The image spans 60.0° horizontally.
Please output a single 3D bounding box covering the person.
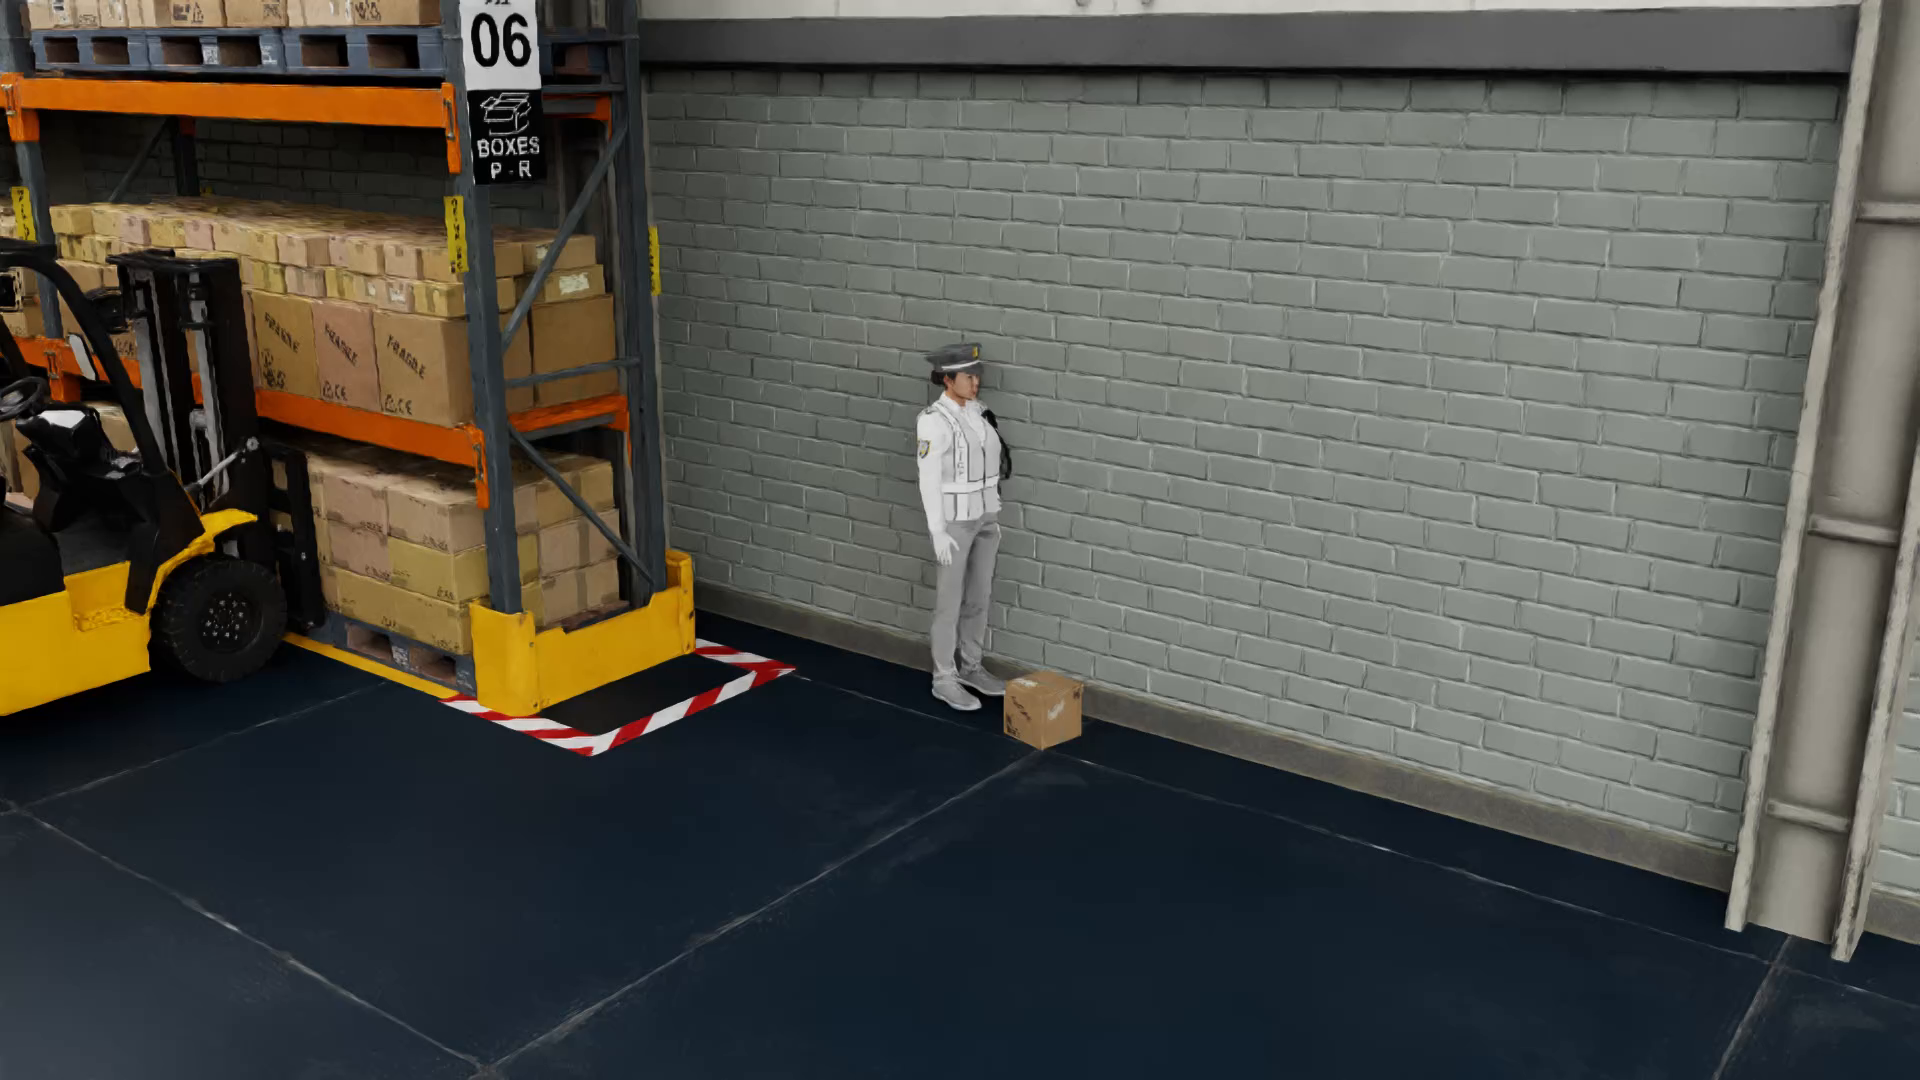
[{"bbox_3d":[0.031,-0.079,7.682,0.385,1.685,0.491,15,22,41],"label":"person"}]
